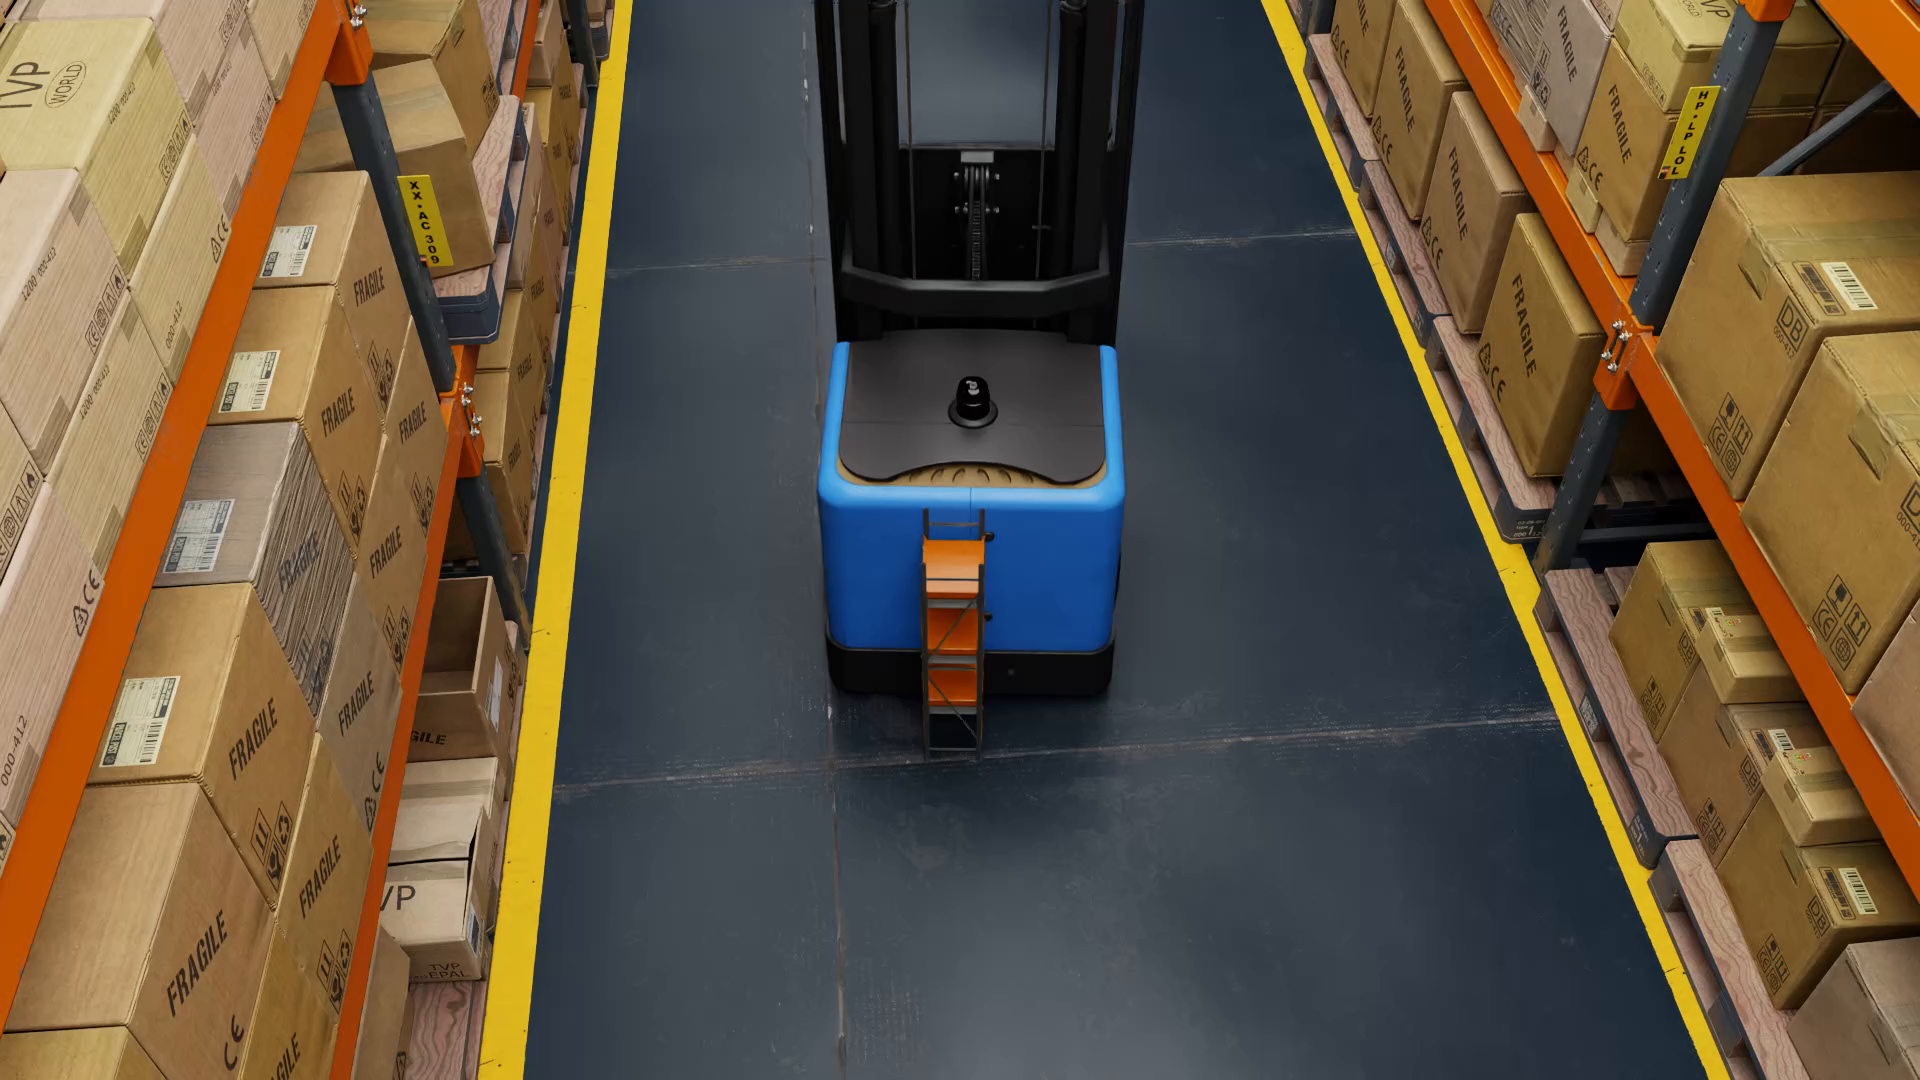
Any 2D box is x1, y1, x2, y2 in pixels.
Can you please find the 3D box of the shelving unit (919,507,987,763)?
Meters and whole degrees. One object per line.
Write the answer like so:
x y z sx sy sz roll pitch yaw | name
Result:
-0.022 0.348 5.697 0.215 1.050 0.252 1 47 1 | shelving unit

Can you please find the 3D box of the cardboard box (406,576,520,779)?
-1.816 0.485 5.643 0.500 0.500 0.500 -3 47 -3 | cardboard box

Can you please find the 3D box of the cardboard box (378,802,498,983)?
-1.754 1.093 5.198 0.500 0.311 0.500 -3 47 -3 | cardboard box

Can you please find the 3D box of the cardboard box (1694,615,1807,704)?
2.597 0.376 5.313 0.380 0.149 0.250 -2 47 -2 | cardboard box

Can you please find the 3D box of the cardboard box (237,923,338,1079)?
-1.674 1.168 3.509 0.500 0.500 0.500 -4 47 -3 | cardboard box

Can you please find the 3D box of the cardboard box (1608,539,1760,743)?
2.750 0.340 5.794 0.700 0.500 0.500 -3 47 -3 | cardboard box

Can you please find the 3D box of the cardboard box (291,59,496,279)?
-1.963 -1.153 5.418 0.700 0.500 0.500 -18 49 -16 | cardboard box

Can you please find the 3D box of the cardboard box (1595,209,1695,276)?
2.479 -1.070 5.857 0.380 0.149 0.250 -3 47 -3 | cardboard box

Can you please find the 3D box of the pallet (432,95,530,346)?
-2.105 -1.137 5.893 1.003 0.211 1.213 -3 47 -3 | pallet

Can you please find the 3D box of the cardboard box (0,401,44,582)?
-1.679 0.013 2.365 0.500 0.250 0.500 -3 47 -3 | cardboard box

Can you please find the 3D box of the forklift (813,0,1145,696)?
0.069 -1.492 6.144 1.130 2.935 3.031 1 47 1 | forklift

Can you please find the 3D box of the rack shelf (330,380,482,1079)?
-1.979 1.076 4.160 1.077 0.370 4.000 -3 47 -3 | rack shelf

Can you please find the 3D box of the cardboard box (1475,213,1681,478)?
2.605 -0.790 6.623 0.750 0.750 0.750 -3 47 -3 | cardboard box

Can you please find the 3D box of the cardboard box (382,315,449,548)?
-1.849 -0.306 4.905 0.500 0.500 0.500 -3 47 -3 | cardboard box

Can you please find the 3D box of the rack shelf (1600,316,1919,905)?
2.957 0.772 4.448 1.077 0.370 4.000 -3 47 -3 | rack shelf

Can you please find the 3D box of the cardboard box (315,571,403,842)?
-1.759 0.438 4.200 0.500 0.500 0.500 -3 47 -2 | cardboard box

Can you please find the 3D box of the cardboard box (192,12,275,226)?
-1.810 -0.900 3.574 0.500 0.250 0.500 -3 47 -3 | cardboard box

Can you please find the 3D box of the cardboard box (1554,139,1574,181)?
2.457 -1.441 6.208 0.380 0.149 0.250 -2 47 -2 | cardboard box

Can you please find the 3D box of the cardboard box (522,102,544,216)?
-2.071 -1.619 7.119 0.500 0.250 0.500 -4 47 -4 | cardboard box

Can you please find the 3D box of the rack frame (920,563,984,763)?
-0.025 0.437 5.613 0.200 1.050 0.008 1 47 1 | rack frame

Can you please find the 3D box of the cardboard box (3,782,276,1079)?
-1.674 0.821 3.149 0.500 0.500 0.500 -3 47 -3 | cardboard box

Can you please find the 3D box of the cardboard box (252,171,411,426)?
-1.846 -0.646 4.539 0.500 0.500 0.500 -3 47 -3 | cardboard box

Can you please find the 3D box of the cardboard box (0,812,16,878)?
-1.630 0.546 2.204 0.500 0.250 0.500 -3 47 -3 | cardboard box

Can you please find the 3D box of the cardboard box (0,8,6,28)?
-2.119 -0.947 2.757 0.700 0.500 0.500 -3 47 -3 | cardboard box

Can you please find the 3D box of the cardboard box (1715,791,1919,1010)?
2.829 1.076 5.098 0.700 0.500 0.500 -3 47 -2 | cardboard box

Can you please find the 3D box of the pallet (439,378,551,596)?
-2.252 -0.245 6.837 1.003 0.211 1.213 -3 47 -3 | pallet

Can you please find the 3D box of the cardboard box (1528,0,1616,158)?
2.447 -1.753 6.056 0.500 0.500 0.500 -3 47 -3 | cardboard box

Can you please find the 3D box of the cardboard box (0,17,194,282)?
-1.757 -0.711 3.050 0.500 0.250 0.500 -3 47 -3 | cardboard box

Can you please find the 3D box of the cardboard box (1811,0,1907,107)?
3.010 -1.672 5.464 0.500 0.250 0.500 -2 47 -2 | cardboard box

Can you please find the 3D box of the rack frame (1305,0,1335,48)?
2.454 -3.816 8.298 1.000 3.000 0.127 -3 47 -3 | rack frame

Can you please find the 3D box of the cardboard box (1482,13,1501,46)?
2.405 -2.185 6.912 0.380 0.149 0.250 -2 47 -2 | cardboard box

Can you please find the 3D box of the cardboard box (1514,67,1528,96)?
2.422 -1.810 6.557 0.380 0.149 0.250 -3 47 -3 | cardboard box

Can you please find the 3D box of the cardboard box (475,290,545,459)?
-2.000 -0.660 6.728 0.500 0.500 0.500 -3 47 -3 | cardboard box

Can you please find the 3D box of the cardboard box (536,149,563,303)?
-2.076 -1.388 7.417 0.500 0.500 0.500 -5 47 -5 | cardboard box

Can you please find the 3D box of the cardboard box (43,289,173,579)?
-1.722 -0.177 2.889 0.500 0.250 0.500 -3 47 -3 | cardboard box

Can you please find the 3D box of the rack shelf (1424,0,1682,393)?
2.622 -2.122 7.189 1.077 0.370 4.000 -3 47 -3 | rack shelf

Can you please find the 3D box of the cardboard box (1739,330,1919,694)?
2.874 -0.103 4.575 0.980 0.700 0.700 -5 47 -4 | cardboard box

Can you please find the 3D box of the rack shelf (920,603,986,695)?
-0.022 0.355 5.705 0.215 0.259 0.240 1 47 1 | rack shelf

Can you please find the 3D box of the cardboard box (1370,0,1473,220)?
2.452 -2.047 7.814 0.750 0.750 0.750 -4 47 -3 | cardboard box

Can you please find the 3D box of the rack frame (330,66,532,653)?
-2.147 -0.618 5.270 1.000 3.000 0.127 -3 47 -3 | rack frame

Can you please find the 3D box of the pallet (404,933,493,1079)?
-1.985 1.722 4.974 1.003 0.211 1.213 -3 47 -3 | pallet

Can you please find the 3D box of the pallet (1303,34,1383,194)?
2.445 -2.282 8.766 1.003 0.211 1.213 -3 47 -3 | pallet

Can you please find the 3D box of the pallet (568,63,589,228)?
-2.457 -2.011 8.509 1.003 0.211 1.213 -3 47 -3 | pallet

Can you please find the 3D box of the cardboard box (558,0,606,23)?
-2.233 -3.108 9.232 0.500 0.250 0.500 -4 47 -3 | cardboard box

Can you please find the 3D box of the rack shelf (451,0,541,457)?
-2.314 -1.818 6.901 1.077 0.370 4.000 -3 47 -3 | rack shelf

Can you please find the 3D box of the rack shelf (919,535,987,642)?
-0.022 0.160 5.499 0.215 0.259 0.240 1 47 1 | rack shelf

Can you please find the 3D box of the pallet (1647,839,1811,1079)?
2.880 1.477 5.206 1.003 0.211 1.213 -3 47 -3 | pallet

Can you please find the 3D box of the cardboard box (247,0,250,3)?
-1.835 -1.435 3.736 0.500 0.250 0.500 -3 47 -3 | cardboard box

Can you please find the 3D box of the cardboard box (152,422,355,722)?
-1.759 0.089 3.842 0.500 0.500 0.500 -3 47 -3 | cardboard box

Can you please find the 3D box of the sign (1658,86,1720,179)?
2.249 -1.253 5.128 0.100 0.325 0.005 -3 47 -3 | sign

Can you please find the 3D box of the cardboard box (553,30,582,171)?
-2.169 -2.142 8.131 0.500 0.500 0.500 -2 47 -2 | cardboard box

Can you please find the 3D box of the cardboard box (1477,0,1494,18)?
2.366 -2.478 6.743 0.500 0.500 0.500 -2 47 -2 | cardboard box

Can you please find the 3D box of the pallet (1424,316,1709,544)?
2.650 -0.517 7.094 1.003 0.211 1.213 -3 47 -3 | pallet

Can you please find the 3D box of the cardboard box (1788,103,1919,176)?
3.002 -1.414 5.735 0.500 0.500 0.500 -5 47 -5 | cardboard box
